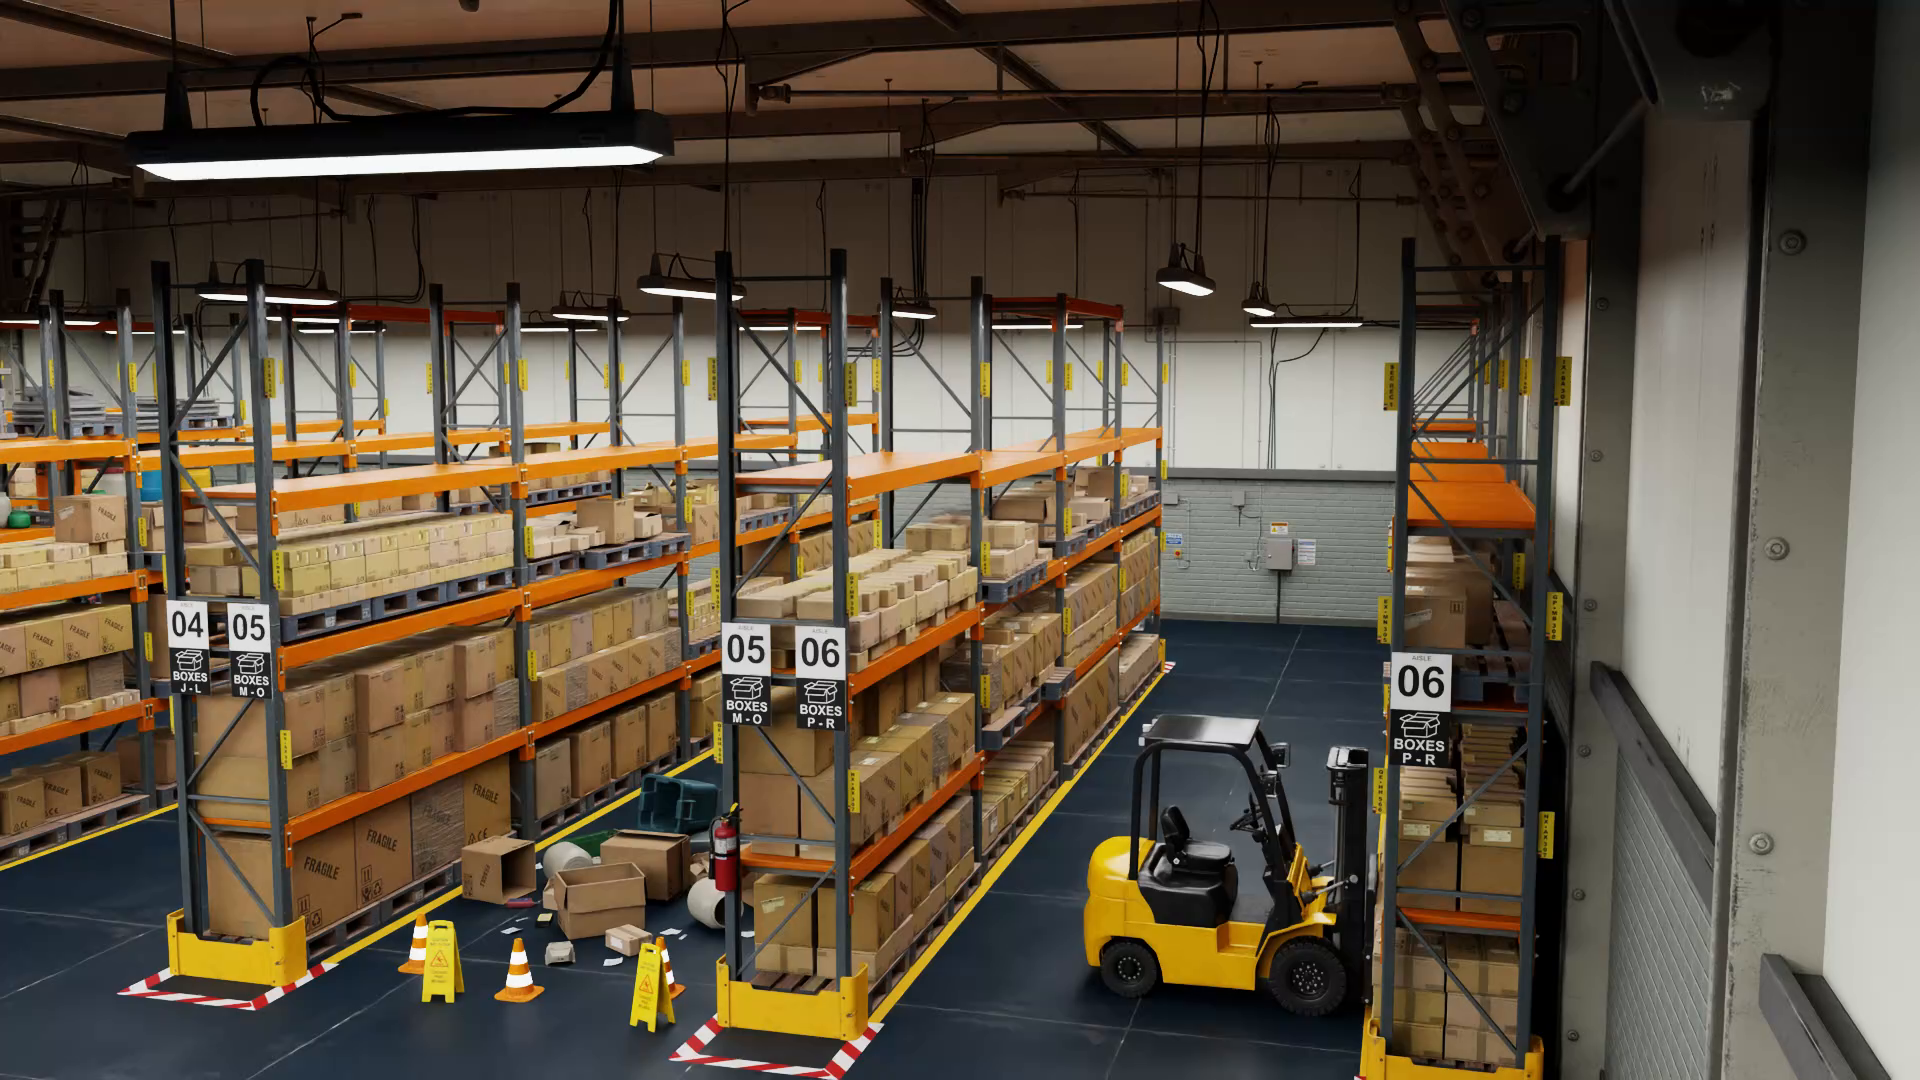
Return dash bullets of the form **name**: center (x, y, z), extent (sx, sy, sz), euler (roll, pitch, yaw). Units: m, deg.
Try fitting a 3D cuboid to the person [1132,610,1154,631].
- **person**: center (3.572, 0.952, 32.228), extent (0.581, 1.581, 0.426), euler (-2, 6, -15)
